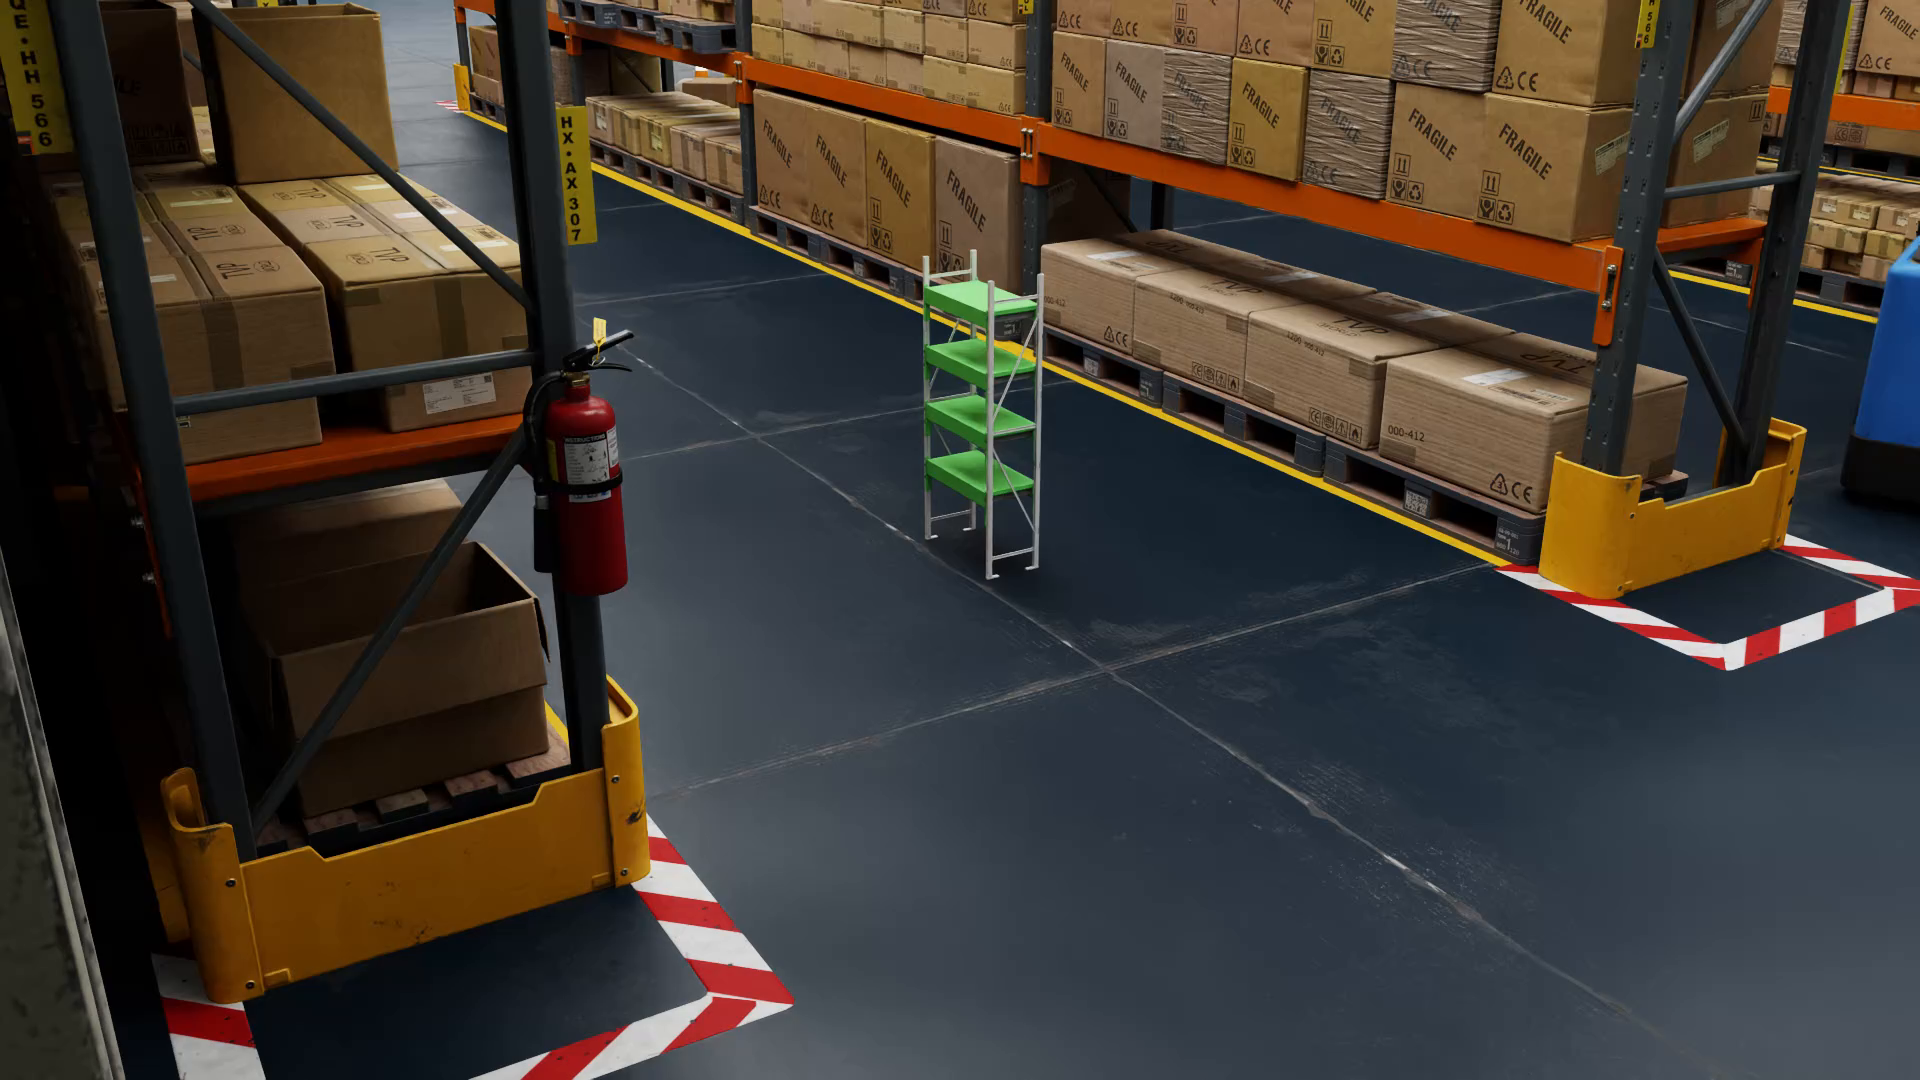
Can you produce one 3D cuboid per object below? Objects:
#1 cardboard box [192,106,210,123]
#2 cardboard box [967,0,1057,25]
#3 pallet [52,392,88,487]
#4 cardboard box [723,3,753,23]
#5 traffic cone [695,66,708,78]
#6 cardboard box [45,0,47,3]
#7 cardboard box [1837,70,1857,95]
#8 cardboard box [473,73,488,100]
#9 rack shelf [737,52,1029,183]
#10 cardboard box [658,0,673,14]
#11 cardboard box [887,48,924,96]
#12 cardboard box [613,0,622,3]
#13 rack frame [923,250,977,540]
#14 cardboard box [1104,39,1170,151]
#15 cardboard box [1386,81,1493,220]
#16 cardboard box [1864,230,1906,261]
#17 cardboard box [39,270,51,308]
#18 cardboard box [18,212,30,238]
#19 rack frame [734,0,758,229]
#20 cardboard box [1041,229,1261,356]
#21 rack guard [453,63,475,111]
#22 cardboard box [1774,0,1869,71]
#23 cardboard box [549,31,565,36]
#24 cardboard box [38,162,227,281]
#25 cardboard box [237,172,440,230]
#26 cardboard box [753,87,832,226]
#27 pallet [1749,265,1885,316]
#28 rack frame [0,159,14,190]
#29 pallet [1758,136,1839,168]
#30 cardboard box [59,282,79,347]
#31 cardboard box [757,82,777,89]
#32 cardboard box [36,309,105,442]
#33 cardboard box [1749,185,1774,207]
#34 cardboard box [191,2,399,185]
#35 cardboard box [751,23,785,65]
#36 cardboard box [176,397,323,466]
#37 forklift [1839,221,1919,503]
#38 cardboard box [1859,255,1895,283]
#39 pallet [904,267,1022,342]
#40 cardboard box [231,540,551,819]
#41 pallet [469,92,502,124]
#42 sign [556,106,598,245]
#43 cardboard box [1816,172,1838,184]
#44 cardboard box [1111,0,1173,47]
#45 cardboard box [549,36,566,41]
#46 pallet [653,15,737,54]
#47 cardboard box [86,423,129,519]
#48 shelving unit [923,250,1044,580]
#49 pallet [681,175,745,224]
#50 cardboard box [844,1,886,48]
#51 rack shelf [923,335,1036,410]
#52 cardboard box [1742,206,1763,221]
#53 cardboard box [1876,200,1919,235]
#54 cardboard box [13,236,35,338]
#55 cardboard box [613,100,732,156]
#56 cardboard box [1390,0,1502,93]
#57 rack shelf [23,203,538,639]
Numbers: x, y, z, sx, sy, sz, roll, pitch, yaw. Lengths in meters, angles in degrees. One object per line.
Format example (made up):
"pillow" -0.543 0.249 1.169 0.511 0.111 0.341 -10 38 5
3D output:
"cardboard box" -2.973 -1.613 6.772 0.500 0.250 0.500 -12 25 -27
"cardboard box" 0.378 -3.224 9.472 0.500 0.500 0.500 -12 25 -27
"pallet" -3.891 -0.627 8.245 1.003 0.211 1.213 -13 25 -28
"cardboard box" -1.591 -4.052 12.746 0.380 0.149 0.250 -12 25 -26
"traffic cone" -3.198 -5.760 20.541 0.336 0.463 0.334 -13 25 -28
"cardboard box" -4.493 -2.707 8.965 0.797 0.503 0.637 -13 26 -29
"cardboard box" 5.604 -2.915 10.506 0.380 0.149 0.250 -11 25 -26
"cardboard box" -5.133 -5.110 18.665 0.500 0.250 0.500 -13 25 -29
"rack shelf" -0.199 -2.933 11.171 1.077 0.370 4.000 -13 25 -28
"cardboard box" -2.231 -4.368 13.521 0.380 0.149 0.250 -12 25 -27
"cardboard box" -0.124 -2.978 10.525 0.500 0.250 0.500 -13 26 -30
"cardboard box" -2.828 -4.796 14.575 0.380 0.149 0.250 -12 25 -27
"rack frame" -0.040 -0.581 6.820 0.240 1.200 0.015 -13 25 -28
"cardboard box" 1.090 -2.299 8.523 0.500 0.500 0.500 -12 25 -28
"cardboard box" 2.148 -1.641 6.904 0.500 0.500 0.500 -13 26 -29
"cardboard box" 5.897 -1.856 10.399 0.380 0.149 0.250 -11 25 -26
"cardboard box" -4.149 -1.225 7.913 0.380 0.149 0.250 -12 25 -28
"cardboard box" -4.945 -1.728 9.153 0.380 0.149 0.250 -13 26 -29
"rack frame" -1.221 -3.913 12.628 1.000 3.000 0.127 -13 25 -28
"cardboard box" 1.051 -1.402 9.295 0.875 0.438 0.875 -13 25 -29
"rack guard" -5.269 -5.321 19.409 1.175 0.500 0.348 -13 25 -28
"cardboard box" 5.548 -3.250 10.468 0.500 0.500 0.500 -13 26 -29
"cardboard box" -4.153 -5.229 17.963 0.500 0.500 0.500 -13 26 -29
"cardboard box" -2.641 -1.032 5.342 0.500 0.250 0.500 -13 25 -28
"cardboard box" -1.919 -0.961 5.169 0.500 0.250 0.500 -13 26 -29
"cardboard box" -0.940 -2.884 12.359 0.875 0.875 0.875 -13 25 -29
"pallet" 6.027 -1.706 10.899 1.003 0.211 1.213 -13 25 -28
"rack frame" -5.486 -2.957 10.276 1.000 3.000 0.127 -13 25 -28
"pallet" 8.256 -3.864 16.208 1.003 0.211 1.213 -13 25 -28
"cardboard box" -2.520 -0.712 5.085 0.380 0.149 0.250 -12 25 -28
"cardboard box" -1.749 -4.753 17.008 0.500 0.500 0.500 -13 25 -28
"cardboard box" -3.948 -0.801 7.733 0.500 0.500 0.500 -13 25 -28
"cardboard box" 5.438 -2.349 11.216 0.380 0.149 0.250 -13 26 -30
"cardboard box" -2.166 -1.468 5.419 0.500 0.500 0.500 -12 25 -27
"cardboard box" -1.187 -3.637 12.147 0.500 0.250 0.500 -13 26 -29
"cardboard box" -1.800 -0.307 4.089 0.380 0.149 0.250 -13 25 -29
"forklift" 5.181 -1.872 7.695 1.130 2.935 3.031 15 27 33
"cardboard box" 5.898 -1.719 10.457 0.380 0.149 0.250 -12 25 -27
"pallet" 0.363 -1.562 10.546 1.003 0.211 1.213 -13 25 -28
"cardboard box" -1.631 0.378 4.828 0.797 0.503 0.637 -14 26 -30
"pallet" -4.884 -4.917 18.800 1.003 0.211 1.213 -13 25 -28
"sign" -0.933 -0.873 3.999 0.100 0.325 0.005 -13 25 -28
"cardboard box" 5.795 -2.434 11.428 0.380 0.149 0.250 -12 25 -27
"cardboard box" 1.110 -2.763 8.336 0.500 0.500 0.500 -13 25 -29
"cardboard box" -4.320 -4.946 17.265 0.500 0.500 0.500 -11 25 -25
"pallet" -1.677 -4.035 13.181 1.213 0.211 1.003 -13 25 -28
"cardboard box" -3.309 -0.352 6.880 0.500 0.311 0.500 -12 25 -26
"shelving unit" 0.085 -0.502 6.626 0.258 1.200 0.503 -13 25 -28
"pallet" -1.619 -2.875 13.776 1.003 0.211 1.213 -13 25 -28
"cardboard box" -0.420 -3.366 10.816 0.500 0.250 0.500 -12 25 -27
"rack shelf" 0.085 -0.665 6.559 0.258 0.148 0.480 -13 25 -28
"cardboard box" 5.434 -2.212 11.274 0.380 0.149 0.250 -14 26 -31
"cardboard box" 5.959 -2.011 10.387 0.380 0.149 0.250 -14 26 -30
"cardboard box" -5.009 -1.470 9.378 0.500 0.500 0.500 -11 25 -26
"cardboard box" -2.624 -3.784 15.242 0.950 0.372 0.625 -11 25 -25
"cardboard box" 2.122 -2.107 6.723 0.500 0.500 0.500 -13 25 -28
"rack shelf" -2.421 -0.682 5.633 1.077 0.370 4.000 -13 25 -28
